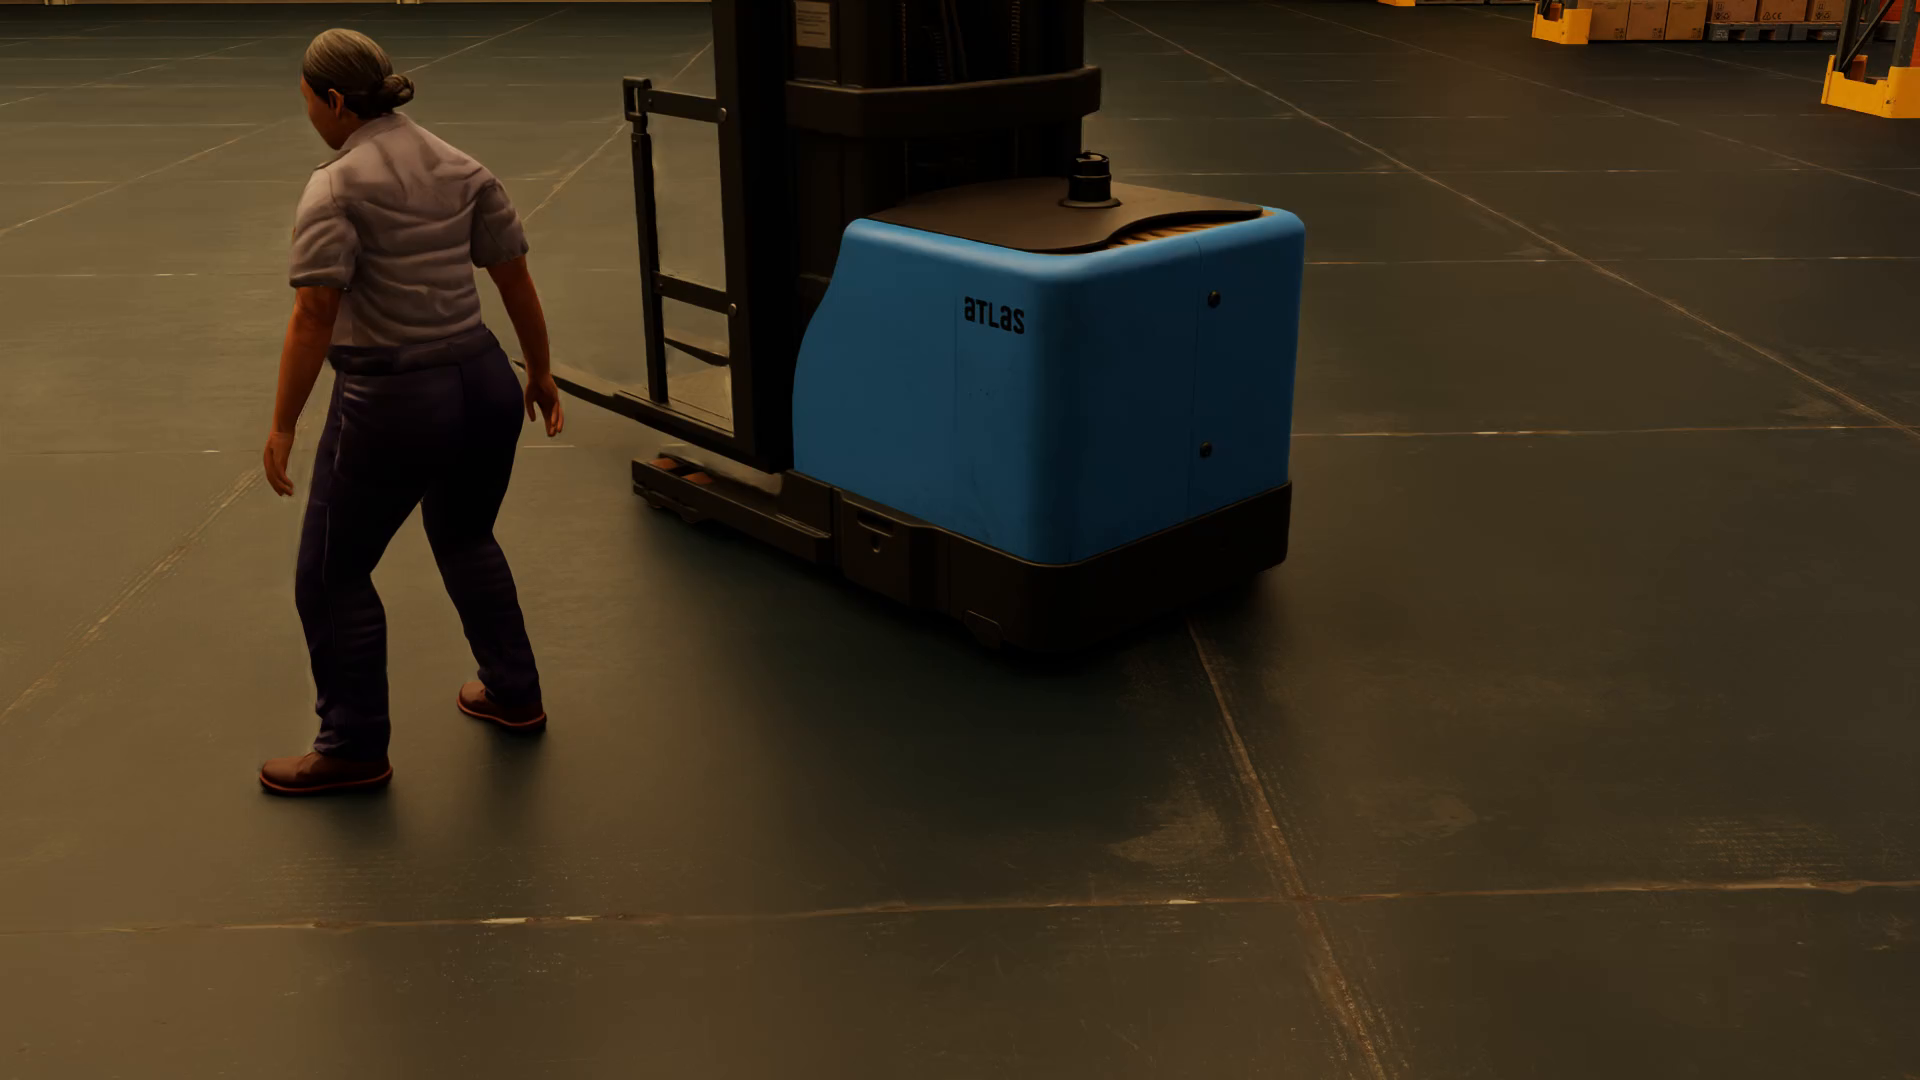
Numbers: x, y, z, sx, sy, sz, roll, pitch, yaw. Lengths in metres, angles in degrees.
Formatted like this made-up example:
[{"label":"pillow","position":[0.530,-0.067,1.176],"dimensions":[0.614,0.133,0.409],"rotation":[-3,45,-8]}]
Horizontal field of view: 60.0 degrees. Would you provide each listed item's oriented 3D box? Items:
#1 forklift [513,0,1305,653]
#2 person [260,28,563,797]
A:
[{"label":"forklift","position":[-0.421,-1.526,5.049],"dimensions":[1.130,2.935,3.031],"rotation":[-19,28,-40]},{"label":"person","position":[-1.238,-0.282,3.680],"dimensions":[0.368,1.625,0.784],"rotation":[13,25,30]}]
